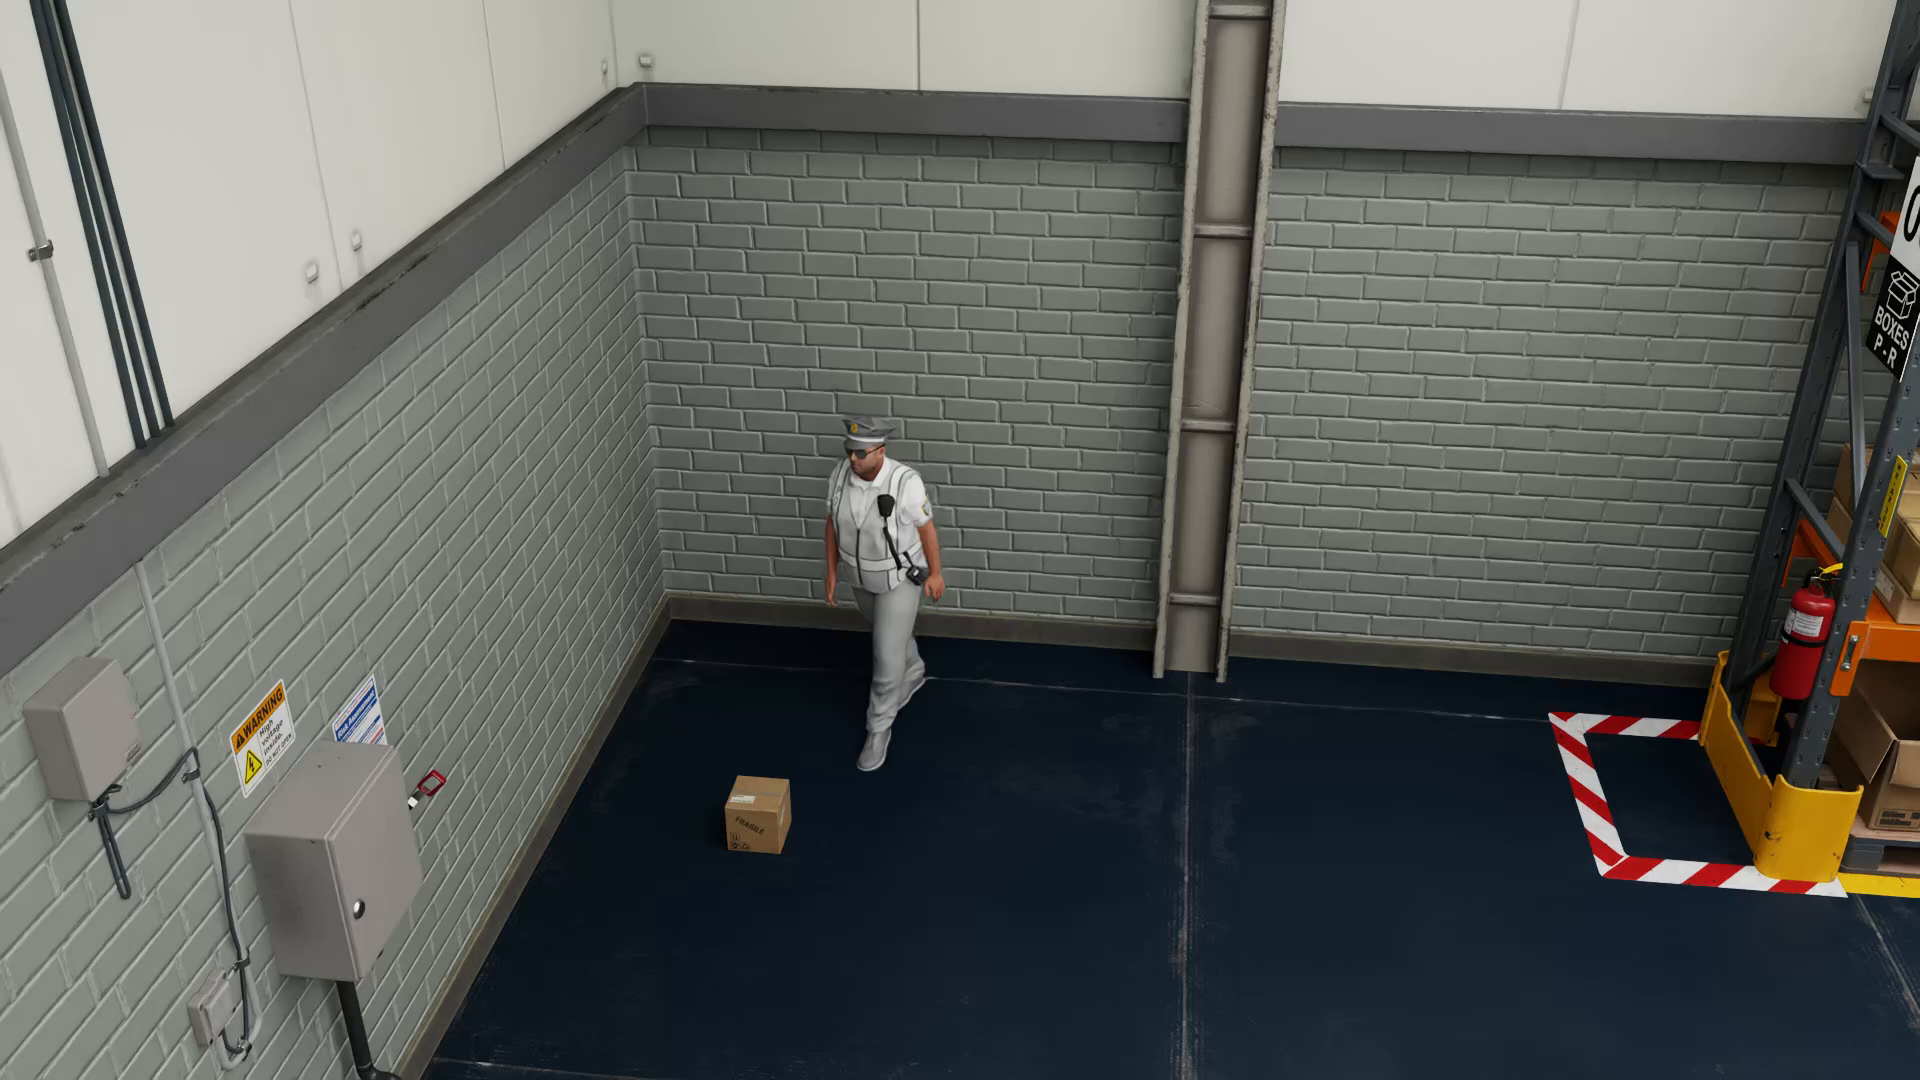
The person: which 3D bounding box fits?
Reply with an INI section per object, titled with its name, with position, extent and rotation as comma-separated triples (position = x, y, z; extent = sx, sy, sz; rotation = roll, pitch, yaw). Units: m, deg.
[person]
position = -0.425, 0.179, 8.262
extent = 0.558, 1.756, 0.804
rotation = 18, 33, 30
